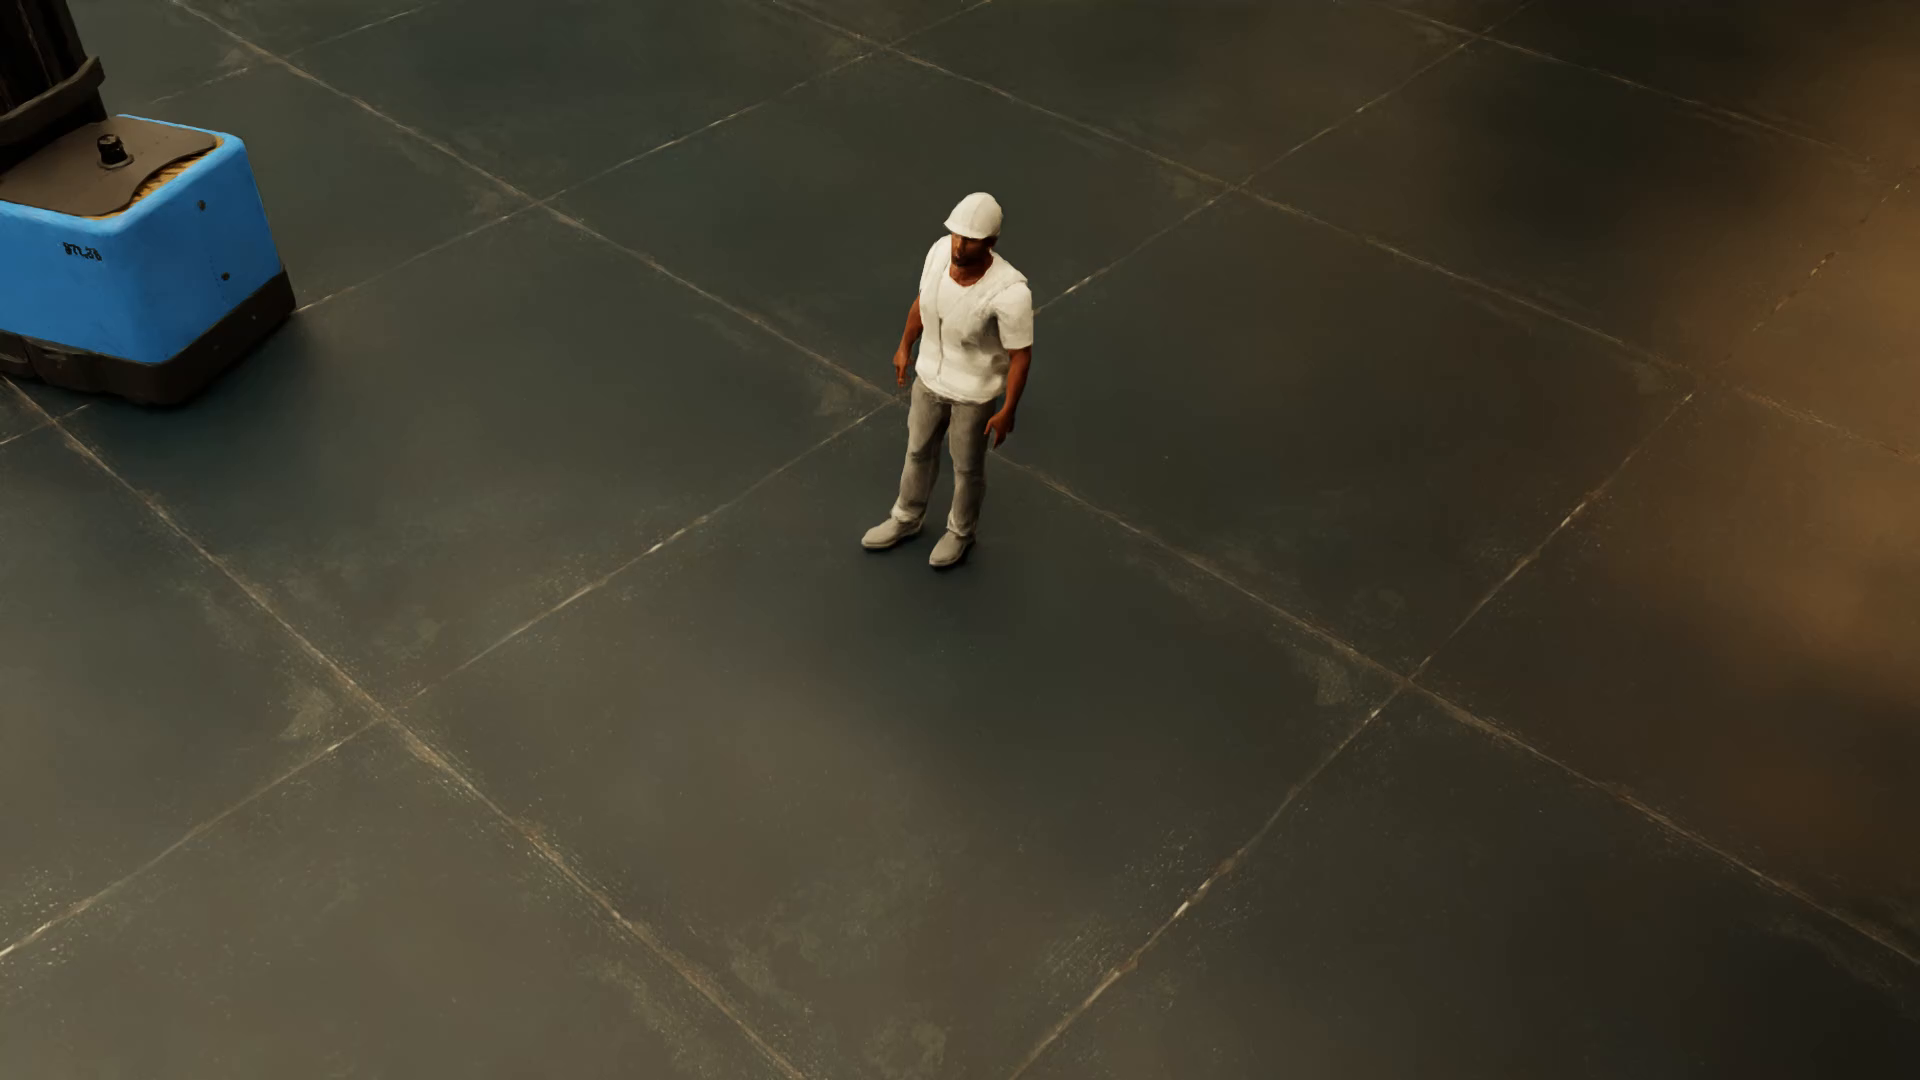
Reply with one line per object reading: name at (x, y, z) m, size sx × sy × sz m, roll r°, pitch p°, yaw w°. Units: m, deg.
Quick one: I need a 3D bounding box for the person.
person at (-0.051, -0.645, 7.063) m, size 0.665 × 1.766 × 0.576 m, roll 31°, pitch 49°, yaw 31°

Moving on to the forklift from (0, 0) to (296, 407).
forklift at (-5.186, -2.371, 8.193) m, size 3.031 × 2.935 × 1.130 m, roll 13°, pitch 42°, yaw 15°
